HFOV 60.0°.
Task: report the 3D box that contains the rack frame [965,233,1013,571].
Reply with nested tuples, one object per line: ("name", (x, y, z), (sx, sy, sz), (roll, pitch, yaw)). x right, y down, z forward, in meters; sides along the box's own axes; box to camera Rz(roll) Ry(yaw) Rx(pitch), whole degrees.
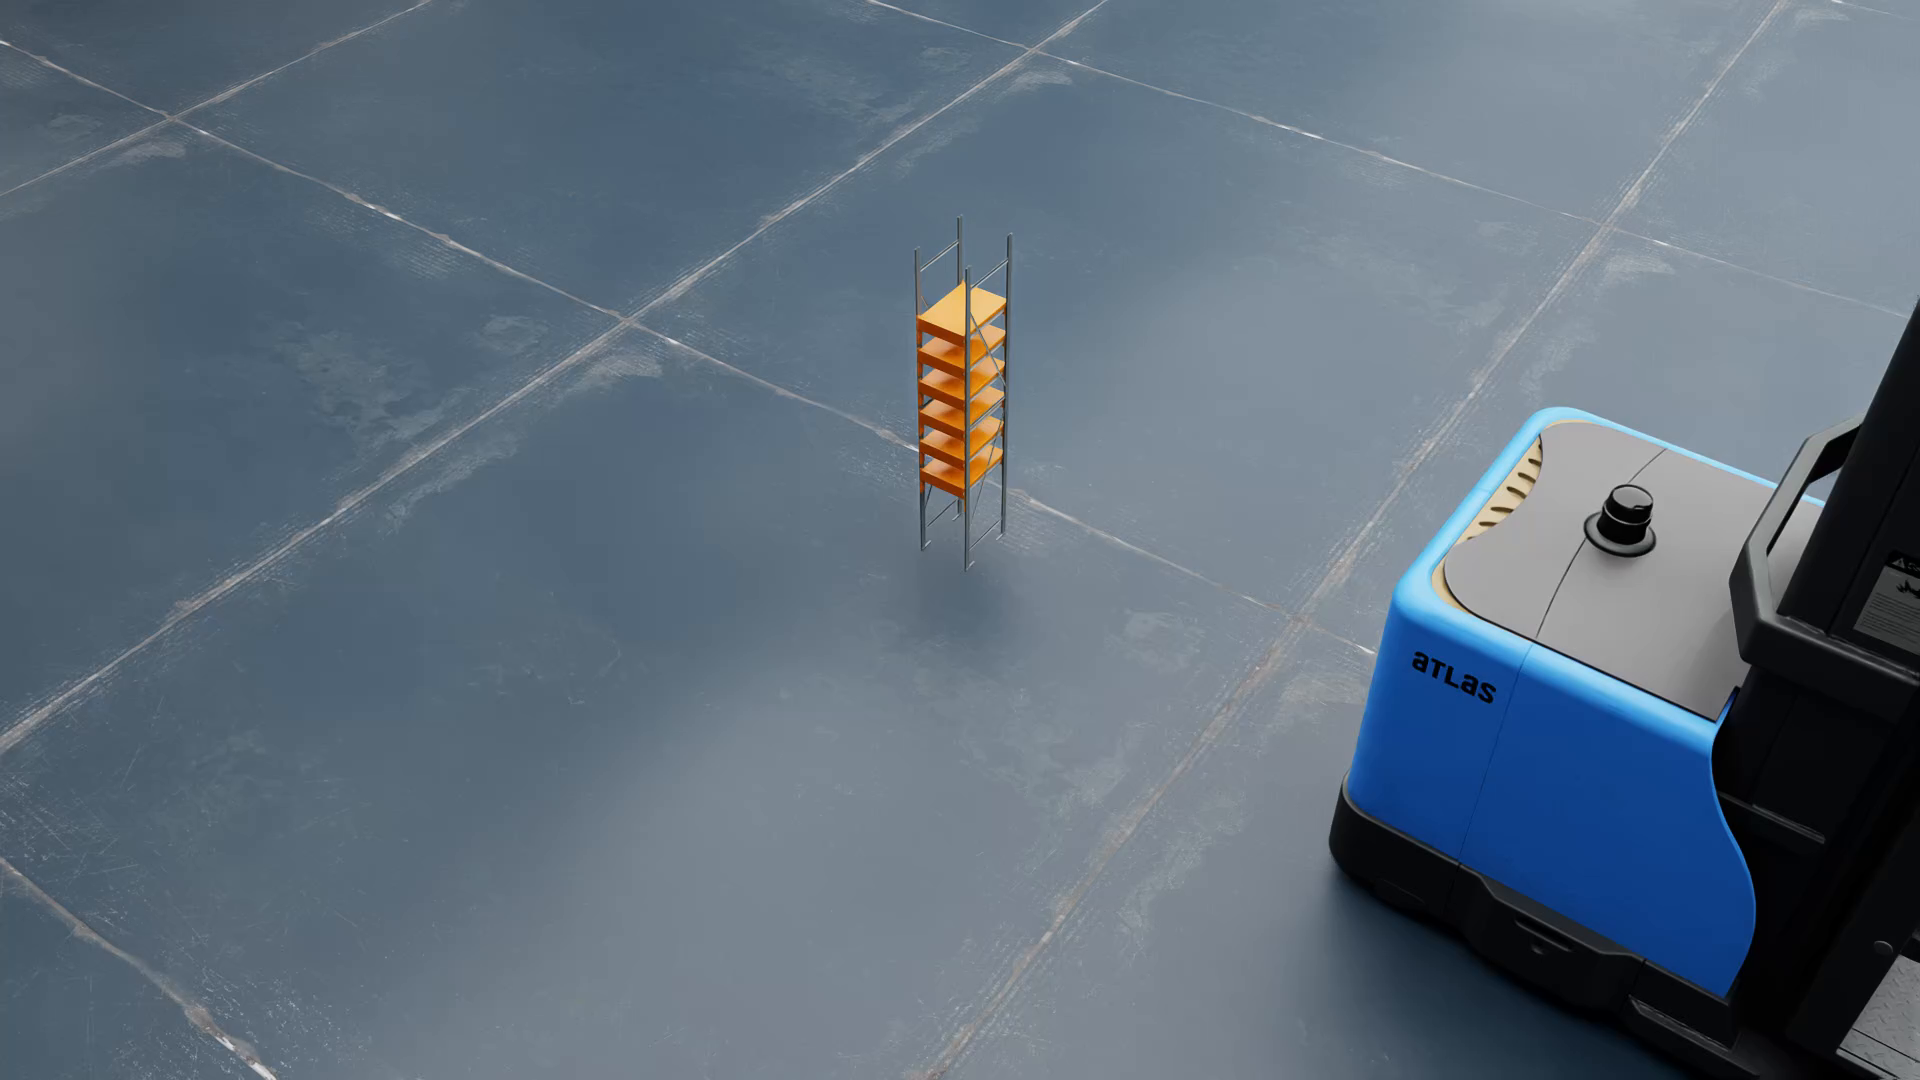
("rack frame", (0.087, -0.407, 5.305), (0.006, 1.200, 0.240), (25, 48, 25))

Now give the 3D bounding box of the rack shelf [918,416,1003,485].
("rack shelf", (0.012, -0.319, 5.453), (0.180, 0.103, 0.258), (25, 48, 25))

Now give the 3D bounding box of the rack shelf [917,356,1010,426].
("rack shelf", (0.012, -0.498, 5.293), (0.180, 0.103, 0.258), (25, 48, 25))

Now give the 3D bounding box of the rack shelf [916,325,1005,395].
("rack shelf", (0.012, -0.587, 5.213), (0.180, 0.103, 0.258), (25, 48, 25))

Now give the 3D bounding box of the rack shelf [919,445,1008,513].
("rack shelf", (0.012, -0.230, 5.533), (0.180, 0.103, 0.258), (25, 48, 25))

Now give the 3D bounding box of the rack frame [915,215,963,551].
("rack frame", (-0.063, -0.477, 5.383), (0.006, 1.200, 0.240), (25, 48, 25))

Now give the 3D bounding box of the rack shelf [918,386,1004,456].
("rack shelf", (0.012, -0.408, 5.373), (0.180, 0.103, 0.258), (25, 48, 25))

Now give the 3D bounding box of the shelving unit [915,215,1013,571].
("shelving unit", (0.012, -0.442, 5.344), (0.189, 1.200, 0.258), (25, 48, 25))

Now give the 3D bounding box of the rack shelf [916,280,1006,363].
("rack shelf", (0.012, -0.677, 5.133), (0.180, 0.103, 0.258), (25, 48, 25))

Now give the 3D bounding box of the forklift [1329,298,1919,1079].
("forklift", (2.524, 0.161, 3.372), (3.031, 2.935, 1.130), (26, 48, 26))
